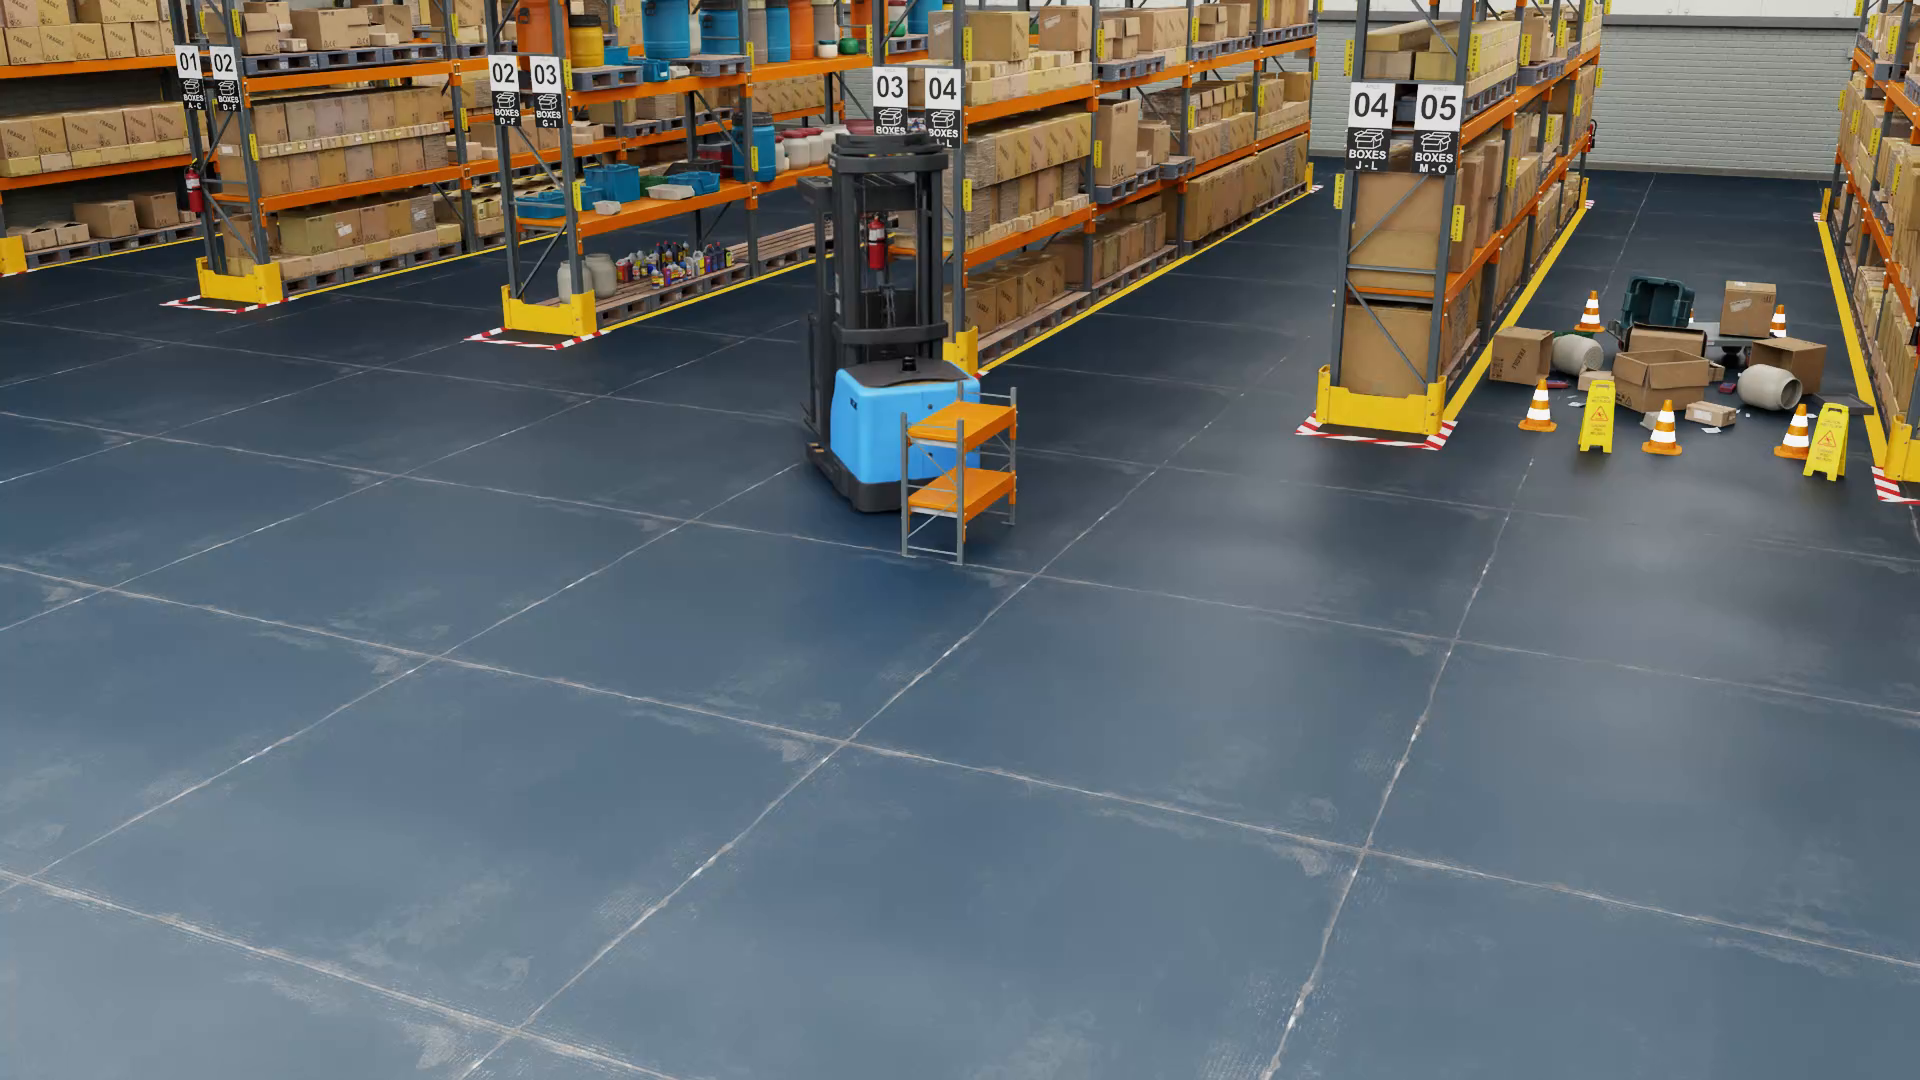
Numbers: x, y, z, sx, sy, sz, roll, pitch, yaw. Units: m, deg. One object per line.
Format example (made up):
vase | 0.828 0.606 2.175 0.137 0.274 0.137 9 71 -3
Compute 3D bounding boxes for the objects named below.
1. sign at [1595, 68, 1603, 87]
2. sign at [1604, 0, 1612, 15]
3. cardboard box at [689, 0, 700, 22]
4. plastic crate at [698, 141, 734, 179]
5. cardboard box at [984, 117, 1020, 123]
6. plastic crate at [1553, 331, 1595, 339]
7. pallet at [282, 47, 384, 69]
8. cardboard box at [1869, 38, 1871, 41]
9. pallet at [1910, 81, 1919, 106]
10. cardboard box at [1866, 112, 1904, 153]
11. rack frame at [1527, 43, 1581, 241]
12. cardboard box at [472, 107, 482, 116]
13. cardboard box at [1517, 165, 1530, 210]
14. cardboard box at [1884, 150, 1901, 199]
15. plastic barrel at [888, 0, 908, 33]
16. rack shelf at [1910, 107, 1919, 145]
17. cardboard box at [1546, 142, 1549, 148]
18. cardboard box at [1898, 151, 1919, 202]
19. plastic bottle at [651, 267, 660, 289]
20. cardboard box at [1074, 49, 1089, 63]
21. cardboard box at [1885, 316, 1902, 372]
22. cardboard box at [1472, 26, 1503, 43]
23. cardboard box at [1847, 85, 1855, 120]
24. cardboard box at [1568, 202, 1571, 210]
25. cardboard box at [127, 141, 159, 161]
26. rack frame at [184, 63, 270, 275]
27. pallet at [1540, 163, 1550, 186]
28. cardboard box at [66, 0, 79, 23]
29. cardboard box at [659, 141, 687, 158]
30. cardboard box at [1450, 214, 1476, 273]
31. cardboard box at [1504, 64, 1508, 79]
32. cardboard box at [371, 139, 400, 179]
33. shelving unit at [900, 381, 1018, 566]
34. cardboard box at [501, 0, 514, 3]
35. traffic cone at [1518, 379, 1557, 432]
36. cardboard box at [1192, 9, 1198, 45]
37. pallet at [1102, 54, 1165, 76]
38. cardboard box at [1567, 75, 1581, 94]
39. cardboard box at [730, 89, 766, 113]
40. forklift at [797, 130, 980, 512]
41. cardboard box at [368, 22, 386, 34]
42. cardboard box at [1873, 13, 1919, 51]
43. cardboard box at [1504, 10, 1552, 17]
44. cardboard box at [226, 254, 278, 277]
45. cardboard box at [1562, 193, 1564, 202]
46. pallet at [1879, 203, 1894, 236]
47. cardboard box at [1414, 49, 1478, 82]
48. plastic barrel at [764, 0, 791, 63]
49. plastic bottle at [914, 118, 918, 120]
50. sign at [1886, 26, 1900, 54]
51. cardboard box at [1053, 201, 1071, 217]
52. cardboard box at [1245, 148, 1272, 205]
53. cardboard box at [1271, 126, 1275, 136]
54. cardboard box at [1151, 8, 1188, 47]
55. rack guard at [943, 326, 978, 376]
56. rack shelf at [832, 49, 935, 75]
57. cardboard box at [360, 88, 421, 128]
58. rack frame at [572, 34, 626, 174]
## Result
sign | 11.111 -8.043 28.910 0.100 0.325 0.005 9 21 23
sign | 11.111 -9.179 28.506 0.100 0.325 0.005 9 21 23
cardboard box | -5.071 -9.634 30.181 0.600 0.600 0.600 8 21 22
plastic crate | -3.384 -5.374 23.508 0.402 0.464 0.583 9 21 23
cardboard box | 0.390 -4.724 19.691 0.500 0.500 0.500 9 21 23
plastic crate | 6.823 -2.232 18.880 0.662 0.188 0.450 -14 14 -33
pallet | -8.648 -6.570 22.623 1.003 0.211 1.213 9 21 23
cardboard box | 13.610 -7.420 24.479 0.380 0.149 0.250 9 22 24
pallet | 10.606 -4.613 17.268 1.213 0.211 1.003 9 21 23
cardboard box | 12.279 -5.358 21.918 0.500 0.500 0.500 9 21 23
rack frame | 8.975 -6.208 25.950 1.000 3.000 0.127 9 21 23
cardboard box | -9.506 -8.325 32.247 0.380 0.149 0.250 8 21 21
cardboard box | 6.781 -4.396 20.704 0.500 0.500 0.500 9 21 24
cardboard box | 10.869 -4.141 18.917 0.500 0.500 0.500 8 21 21
plastic barrel | -1.077 -8.615 27.409 0.433 0.535 0.433 0 20 0
rack shelf | 9.437 -3.578 15.149 1.077 0.370 4.000 9 21 23
cardboard box | 8.244 -5.719 23.879 0.380 0.149 0.250 8 21 22
cardboard box | 9.649 -3.515 16.291 0.700 0.500 0.500 9 21 23
plastic bottle | -3.915 -3.364 21.368 0.097 0.271 0.097 0 20 0
cardboard box | 1.346 -5.866 20.138 0.380 0.149 0.250 9 22 24
cardboard box | 9.346 -1.903 16.202 0.500 0.500 0.500 10 22 26
cardboard box | 5.218 -5.059 16.649 0.380 0.149 0.250 9 21 23
cardboard box | 14.305 -6.876 26.186 0.500 0.500 0.500 8 21 22
cardboard box | 10.121 -5.690 28.120 0.380 0.149 0.250 9 21 24
cardboard box | -12.663 -5.959 25.441 0.500 0.250 0.500 8 21 22
rack frame | -9.459 -4.612 21.460 1.000 3.000 0.127 9 21 23
pallet | 7.531 -5.128 23.197 1.213 0.211 1.003 9 21 23
cardboard box | -13.393 -7.868 24.468 0.500 0.500 0.500 9 21 23
cardboard box | -5.375 -7.243 30.813 0.500 0.250 0.500 9 21 23
cardboard box | 4.721 -3.056 16.860 0.875 0.550 0.550 9 21 23
cardboard box | 5.529 -4.913 17.430 0.380 0.149 0.250 9 21 23
cardboard box | -8.416 -5.430 23.613 0.700 0.500 0.500 9 21 24
shelving unit | 0.003 -0.532 12.786 0.538 1.125 1.048 9 21 23
cardboard box | -8.993 -11.145 33.684 0.500 0.500 0.500 8 21 22
traffic cone | 5.574 -1.312 15.968 0.336 0.463 0.334 9 21 23
cardboard box | 3.037 -7.553 24.474 0.797 0.503 0.637 10 22 26
pallet | 1.987 -6.291 21.985 1.213 0.211 1.003 9 21 23
cardboard box | 9.580 -7.132 26.461 0.500 0.500 0.500 8 21 21
cardboard box | -4.088 -8.446 32.092 0.500 0.500 0.500 9 22 24
forklift | -0.756 -2.063 14.397 1.130 2.935 3.031 -6 20 -17
cardboard box | -8.489 -7.187 23.522 0.500 0.311 0.500 7 21 20
cardboard box | 12.907 -6.989 22.891 0.500 0.500 0.500 8 21 22
cardboard box | 8.222 -7.414 24.082 0.797 0.503 0.637 8 21 22
cardboard box | -9.509 -3.719 22.426 0.500 0.250 0.500 9 21 23
cardboard box | 9.472 -5.496 26.687 0.380 0.149 0.250 10 22 25
pallet | 11.121 -3.636 19.003 1.003 0.211 1.213 9 21 23
cardboard box | 4.493 -4.380 15.336 0.500 0.250 0.500 9 21 23
plastic barrel | -2.758 -7.389 24.043 0.600 0.901 0.708 9 21 23
plastic bottle | -0.787 -7.306 29.228 0.097 0.271 0.097 0 20 0
sign | 11.391 -6.110 20.307 0.100 0.325 0.005 9 21 23
cardboard box | 1.126 -4.015 20.157 0.380 0.149 0.250 9 21 23
cardboard box | 4.834 -6.307 28.772 0.875 0.875 0.875 9 21 23
cardboard box | 5.237 -7.088 28.797 0.380 0.149 0.250 8 21 21
cardboard box | 2.886 -7.213 23.402 0.500 0.500 0.500 9 22 24
rack guard | -0.392 -2.097 18.119 1.175 0.500 0.348 9 21 23
rack shelf | -0.847 -8.062 27.760 1.077 0.370 4.000 9 21 23
cardboard box | -8.203 -6.202 23.846 0.700 0.500 0.500 8 21 23
rack frame | -6.183 -7.058 28.337 1.000 3.000 0.127 9 21 23
